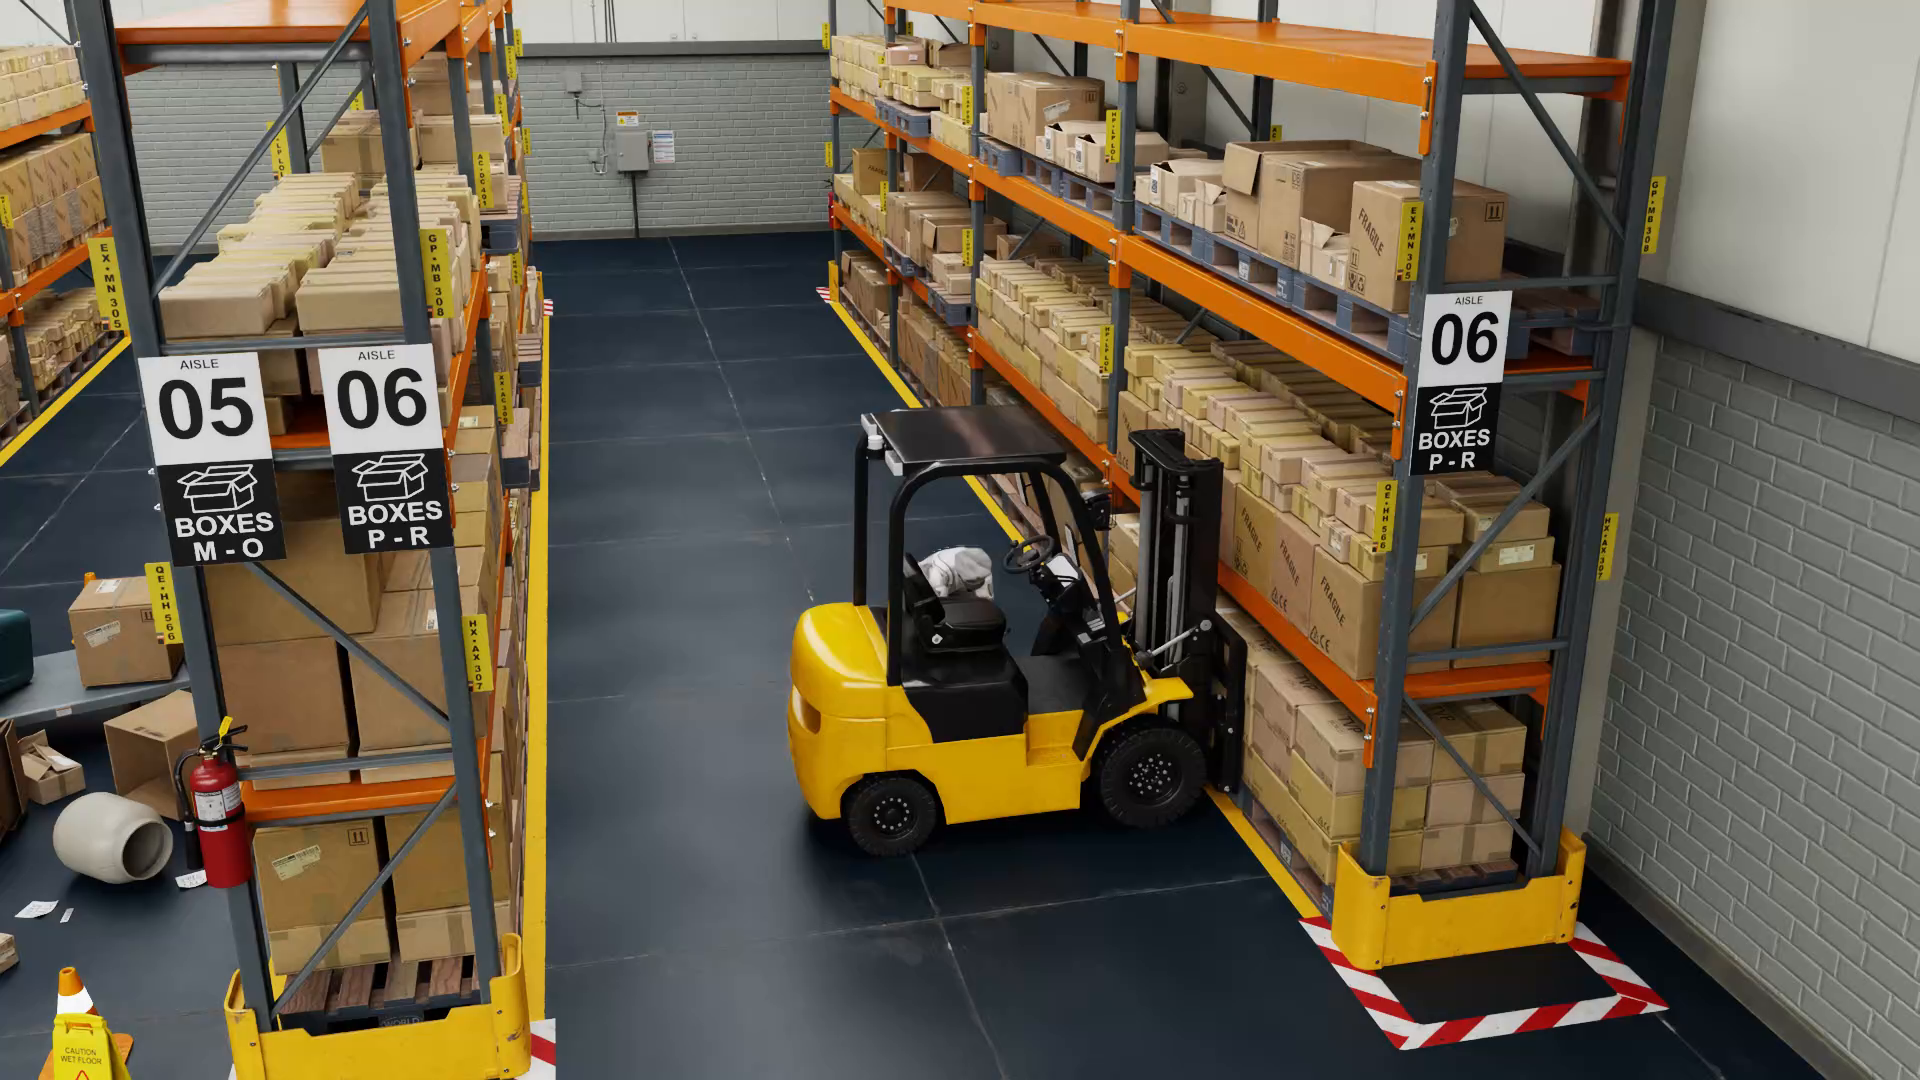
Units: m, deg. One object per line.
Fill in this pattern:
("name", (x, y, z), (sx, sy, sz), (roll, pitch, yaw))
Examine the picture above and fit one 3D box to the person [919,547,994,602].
("person", (-0.037, 0.396, 11.130), (0.475, 0.888, 0.865), (-5, 20, -12))
